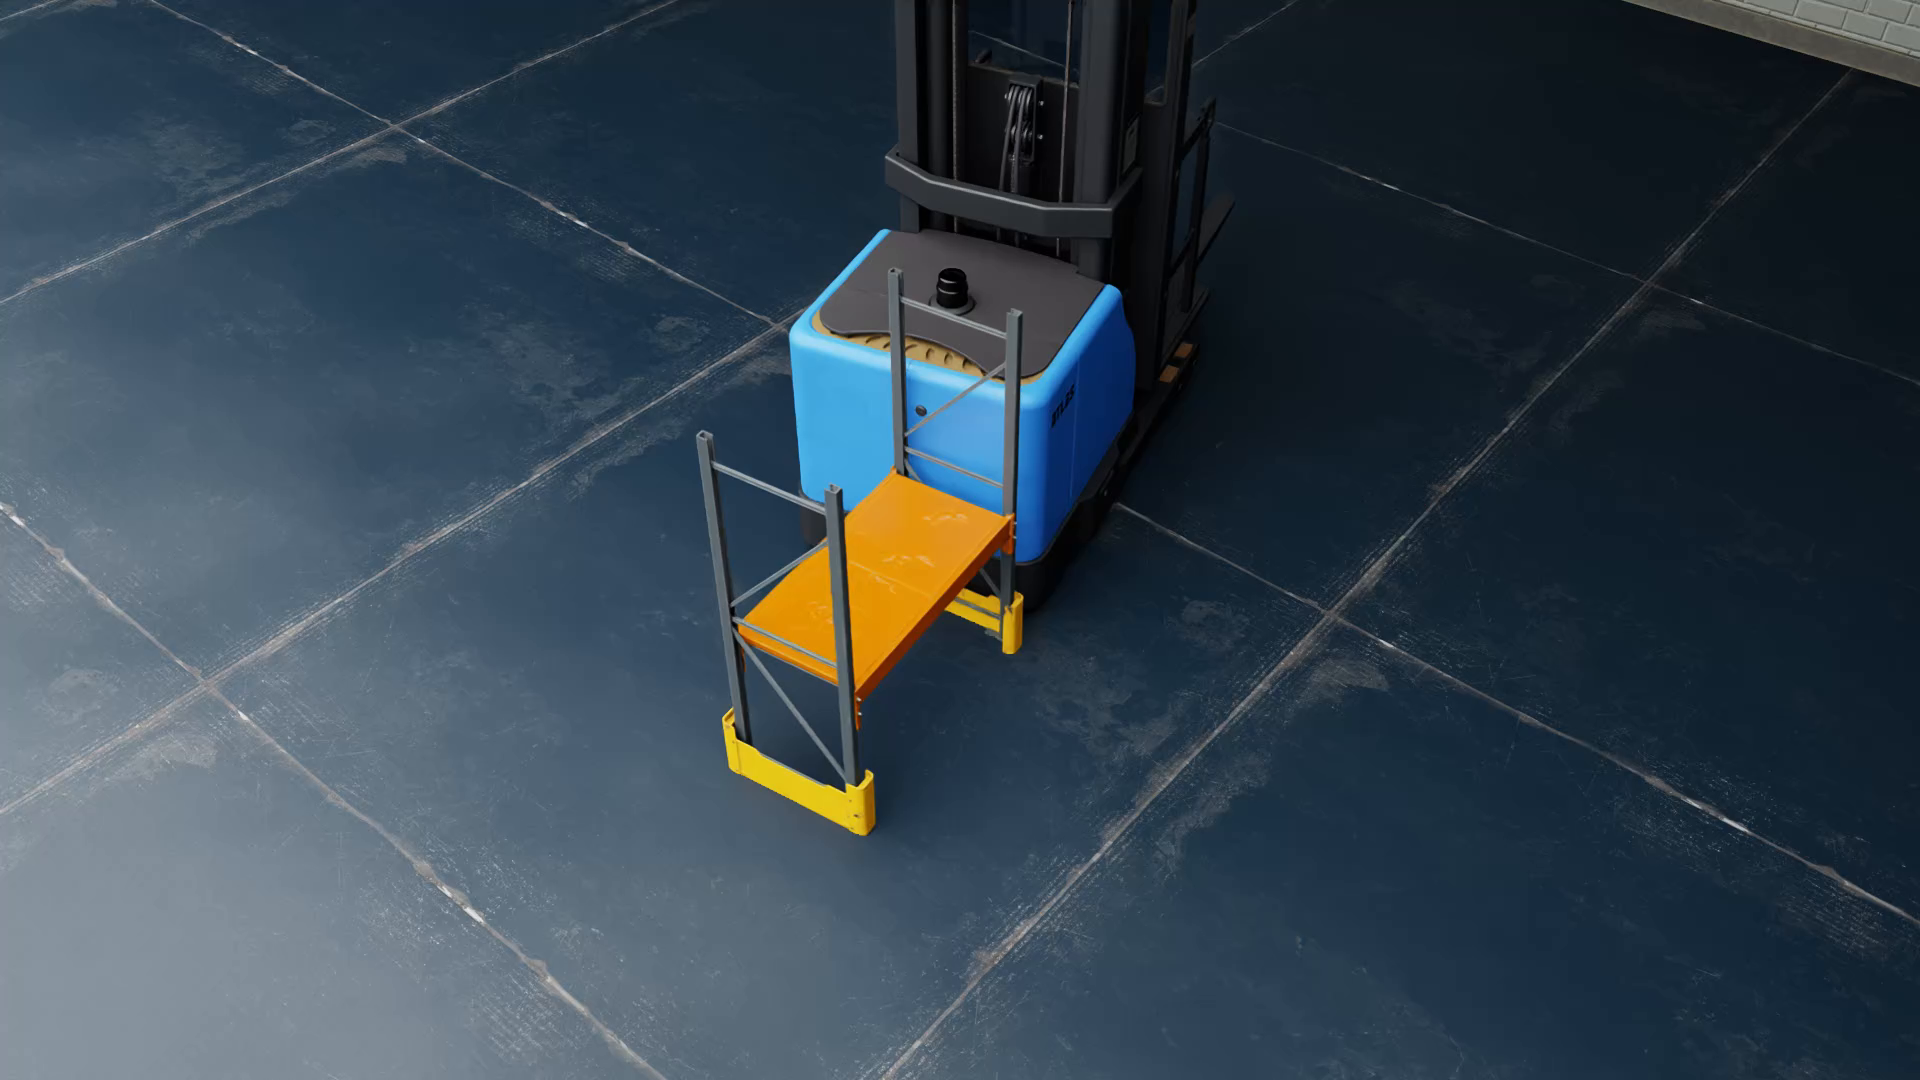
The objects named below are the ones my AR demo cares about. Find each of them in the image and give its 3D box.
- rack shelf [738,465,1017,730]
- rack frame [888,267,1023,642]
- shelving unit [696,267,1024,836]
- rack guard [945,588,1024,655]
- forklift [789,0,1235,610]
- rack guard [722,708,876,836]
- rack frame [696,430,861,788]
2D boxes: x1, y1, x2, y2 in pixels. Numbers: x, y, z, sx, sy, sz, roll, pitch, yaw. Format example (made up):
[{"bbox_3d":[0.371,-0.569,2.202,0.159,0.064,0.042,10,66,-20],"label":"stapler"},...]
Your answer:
[{"bbox_3d":[-0.285,0.170,5.715,0.538,0.185,1.000,22,47,23],"label":"rack shelf"},{"bbox_3d":[-0.019,-0.254,5.914,0.500,1.500,0.032,22,47,23],"label":"rack frame"},{"bbox_3d":[-0.290,0.043,5.588,0.587,1.500,1.083,22,47,23],"label":"shelving unit"},{"bbox_3d":[-0.029,0.220,6.323,0.587,0.250,0.087,22,47,23],"label":"rack guard"},{"bbox_3d":[0.438,-1.810,6.562,1.130,2.935,3.031,17,45,18],"label":"forklift"},{"bbox_3d":[-0.551,0.790,5.695,0.587,0.250,0.087,22,47,23],"label":"rack guard"},{"bbox_3d":[-0.552,0.329,5.274,0.500,1.500,0.032,22,47,23],"label":"rack frame"}]
